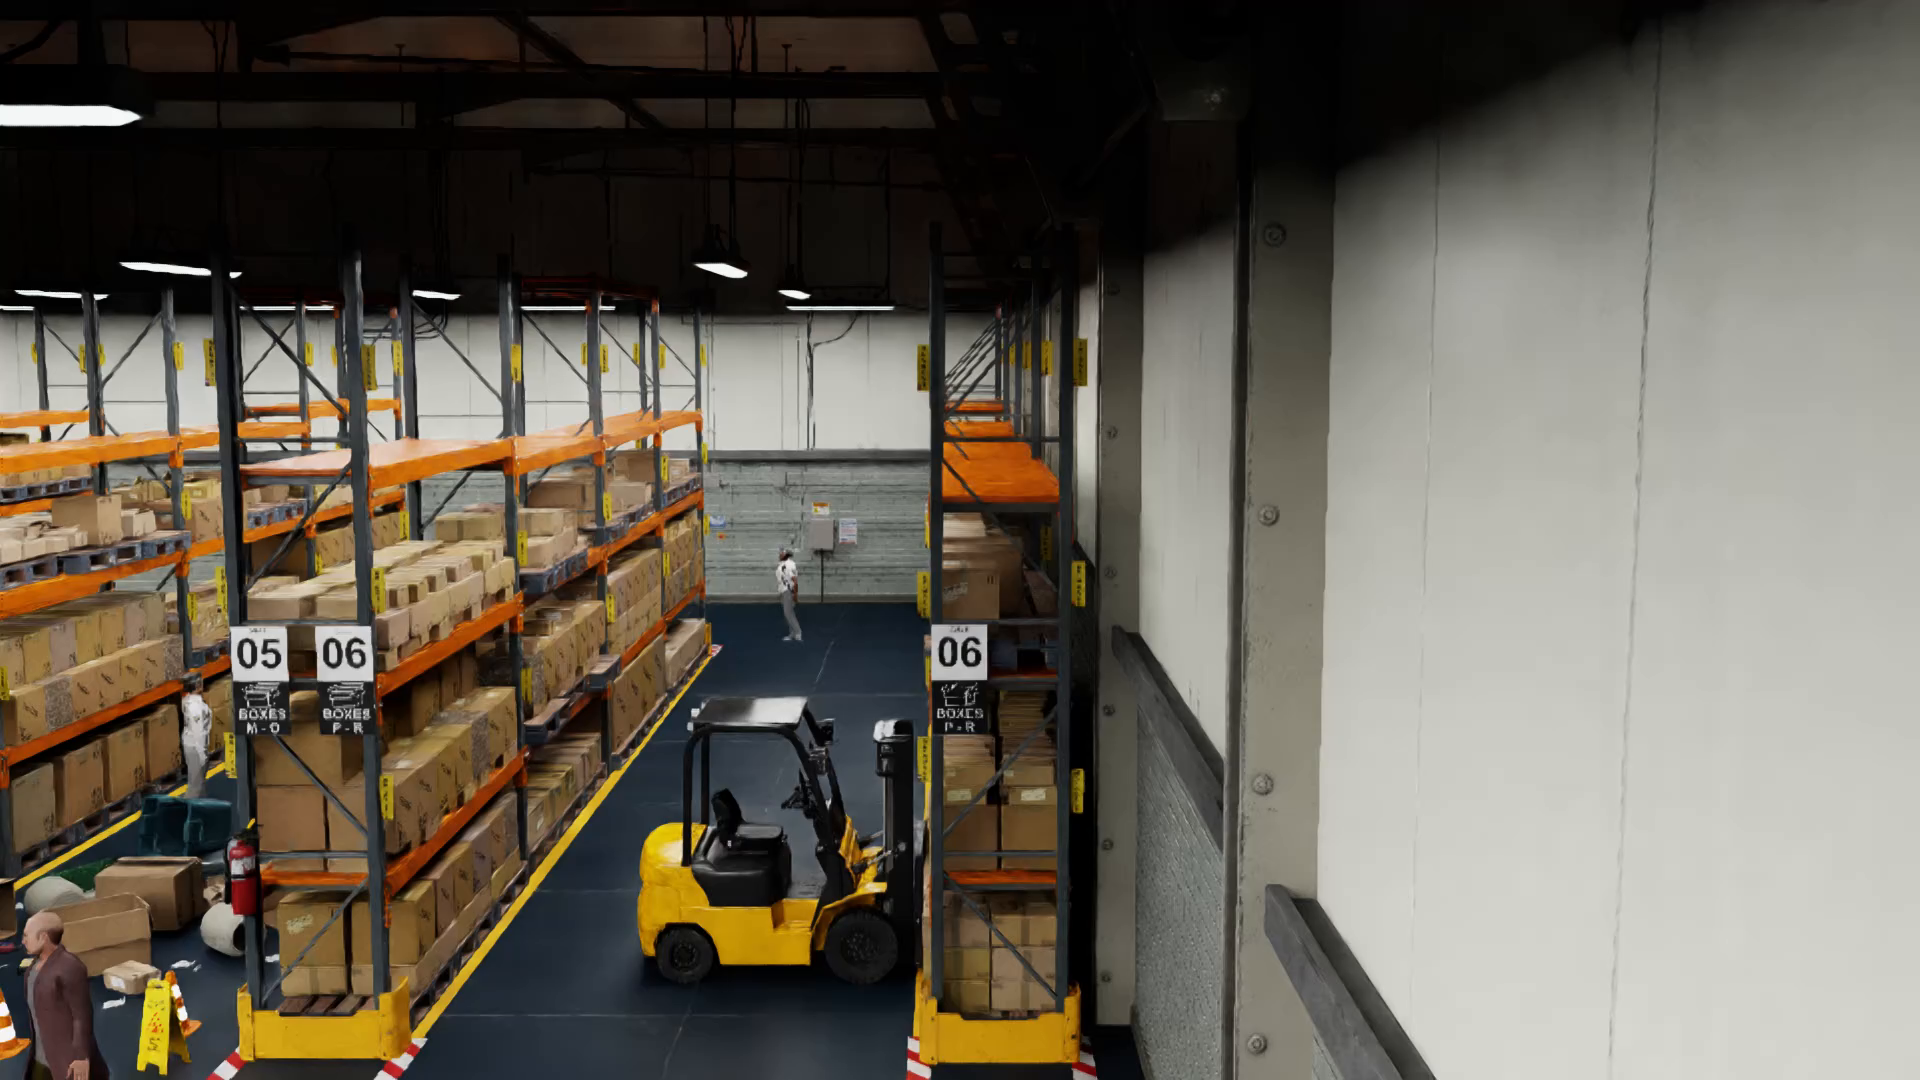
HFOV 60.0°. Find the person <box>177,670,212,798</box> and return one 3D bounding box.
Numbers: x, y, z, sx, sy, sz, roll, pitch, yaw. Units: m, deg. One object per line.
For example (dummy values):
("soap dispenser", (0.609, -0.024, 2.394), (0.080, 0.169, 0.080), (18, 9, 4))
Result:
("person", (-8.188, 2.237, 17.925), (0.416, 1.677, 0.537), (-4, 8, -30))

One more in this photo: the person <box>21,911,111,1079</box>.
("person", (-5.424, 3.119, 10.164), (0.608, 1.763, 0.635), (5, 8, 36))

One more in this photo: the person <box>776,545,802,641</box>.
("person", (-2.986, 0.929, 29.151), (0.389, 1.671, 0.562), (-4, 8, -30))
